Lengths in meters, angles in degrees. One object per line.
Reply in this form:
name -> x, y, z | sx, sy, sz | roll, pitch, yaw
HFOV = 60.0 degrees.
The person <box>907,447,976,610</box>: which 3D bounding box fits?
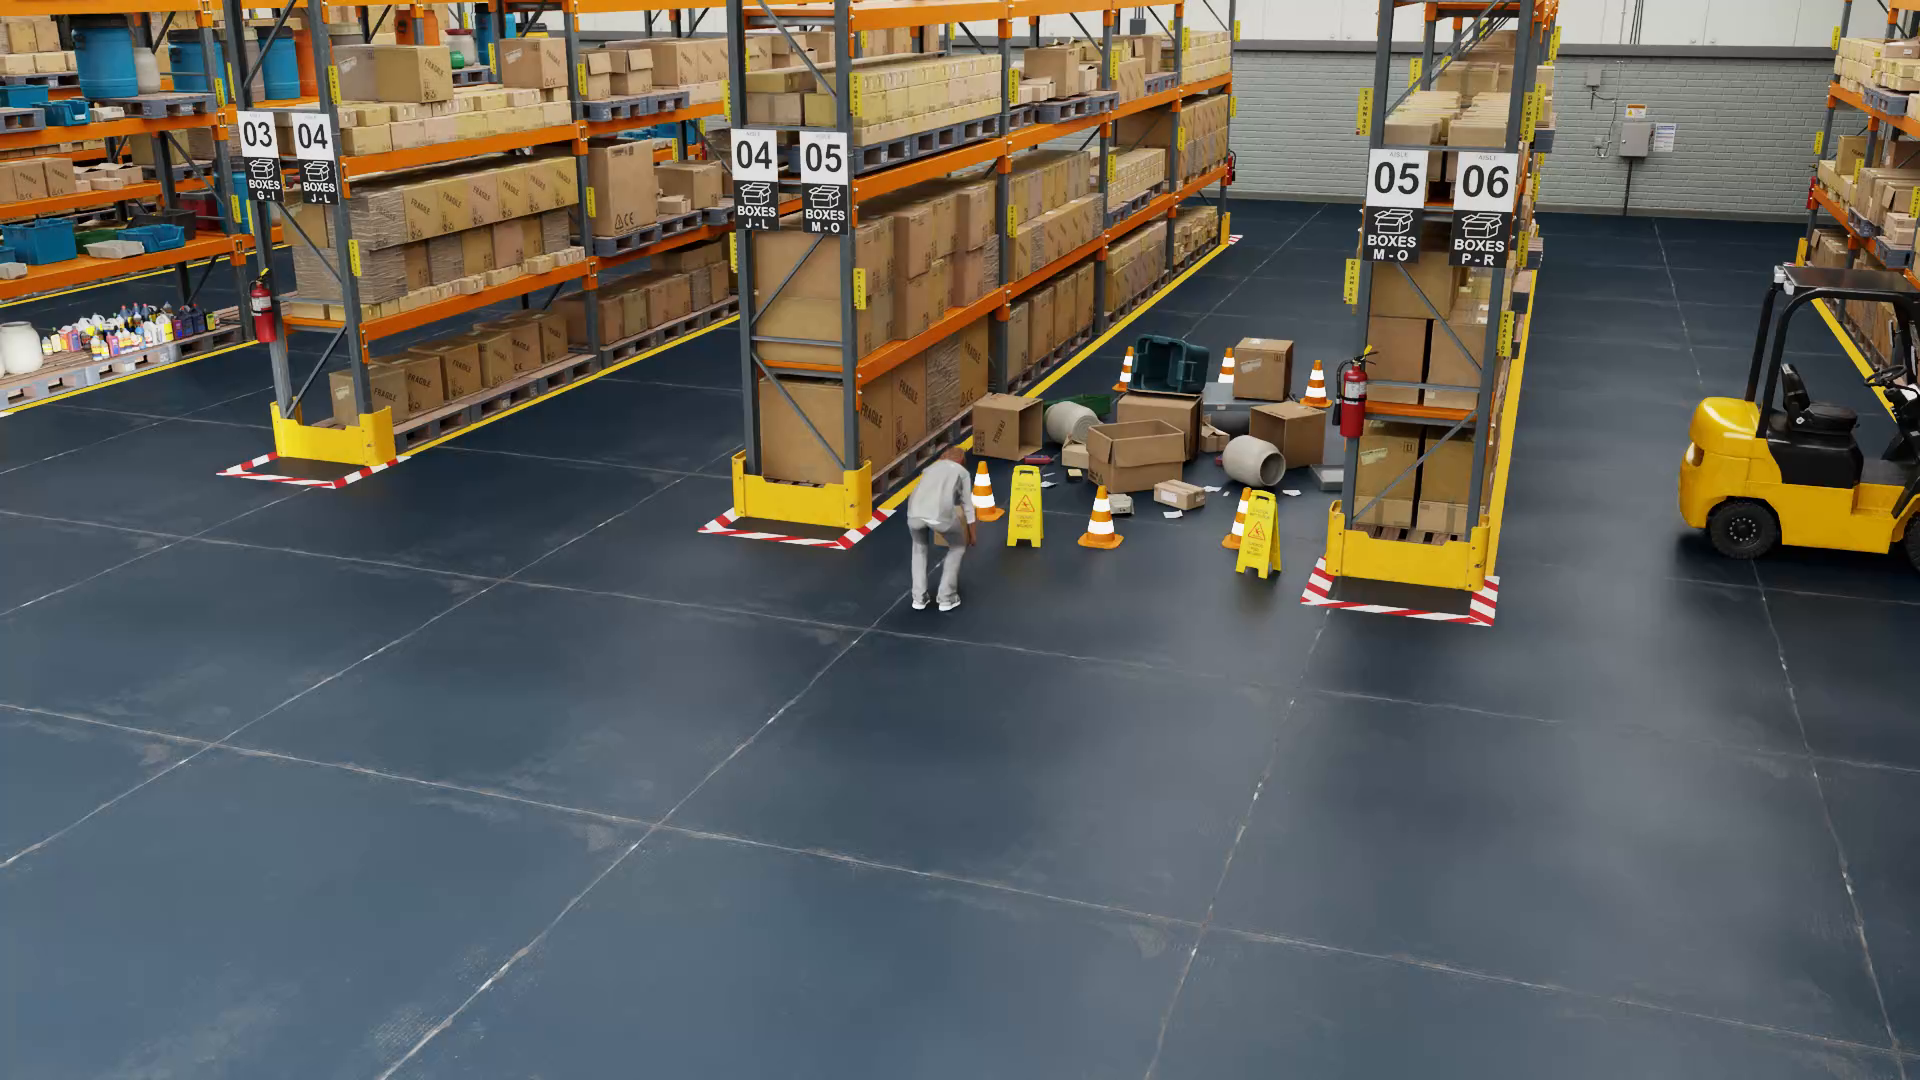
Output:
person -> -0.128, -0.071, 12.096 | 0.404, 1.074, 0.850 | 6, 20, 16
